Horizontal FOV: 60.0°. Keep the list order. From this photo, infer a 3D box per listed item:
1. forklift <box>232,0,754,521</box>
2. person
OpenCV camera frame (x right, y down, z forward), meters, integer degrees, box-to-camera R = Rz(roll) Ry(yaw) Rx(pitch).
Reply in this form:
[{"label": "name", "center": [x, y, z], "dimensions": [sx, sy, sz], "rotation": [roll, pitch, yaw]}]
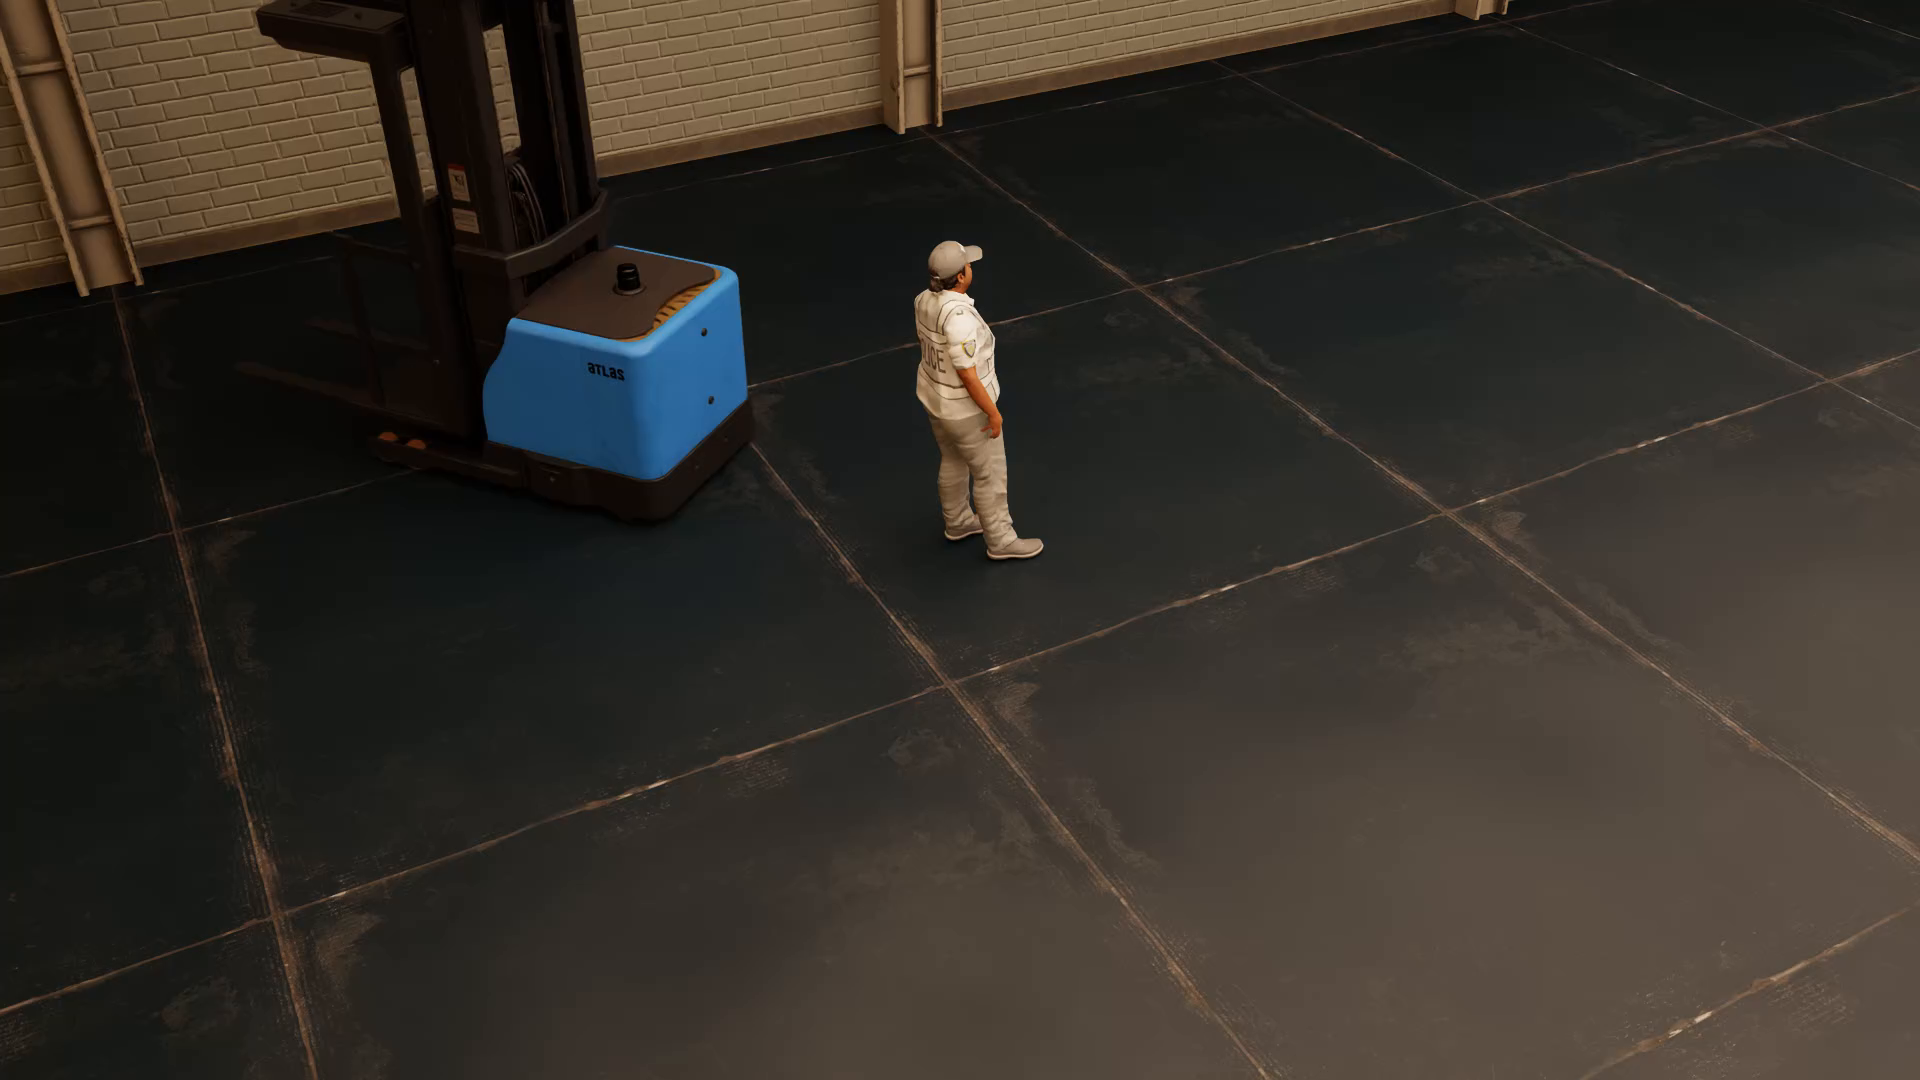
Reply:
[{"label": "forklift", "center": [-2.729, -1.850, 8.740], "dimensions": [3.031, 2.935, 1.130], "rotation": [14, 38, 19]}, {"label": "person", "center": [0.079, -0.695, 8.190], "dimensions": [0.529, 1.670, 0.598], "rotation": [-17, 39, -23]}]
